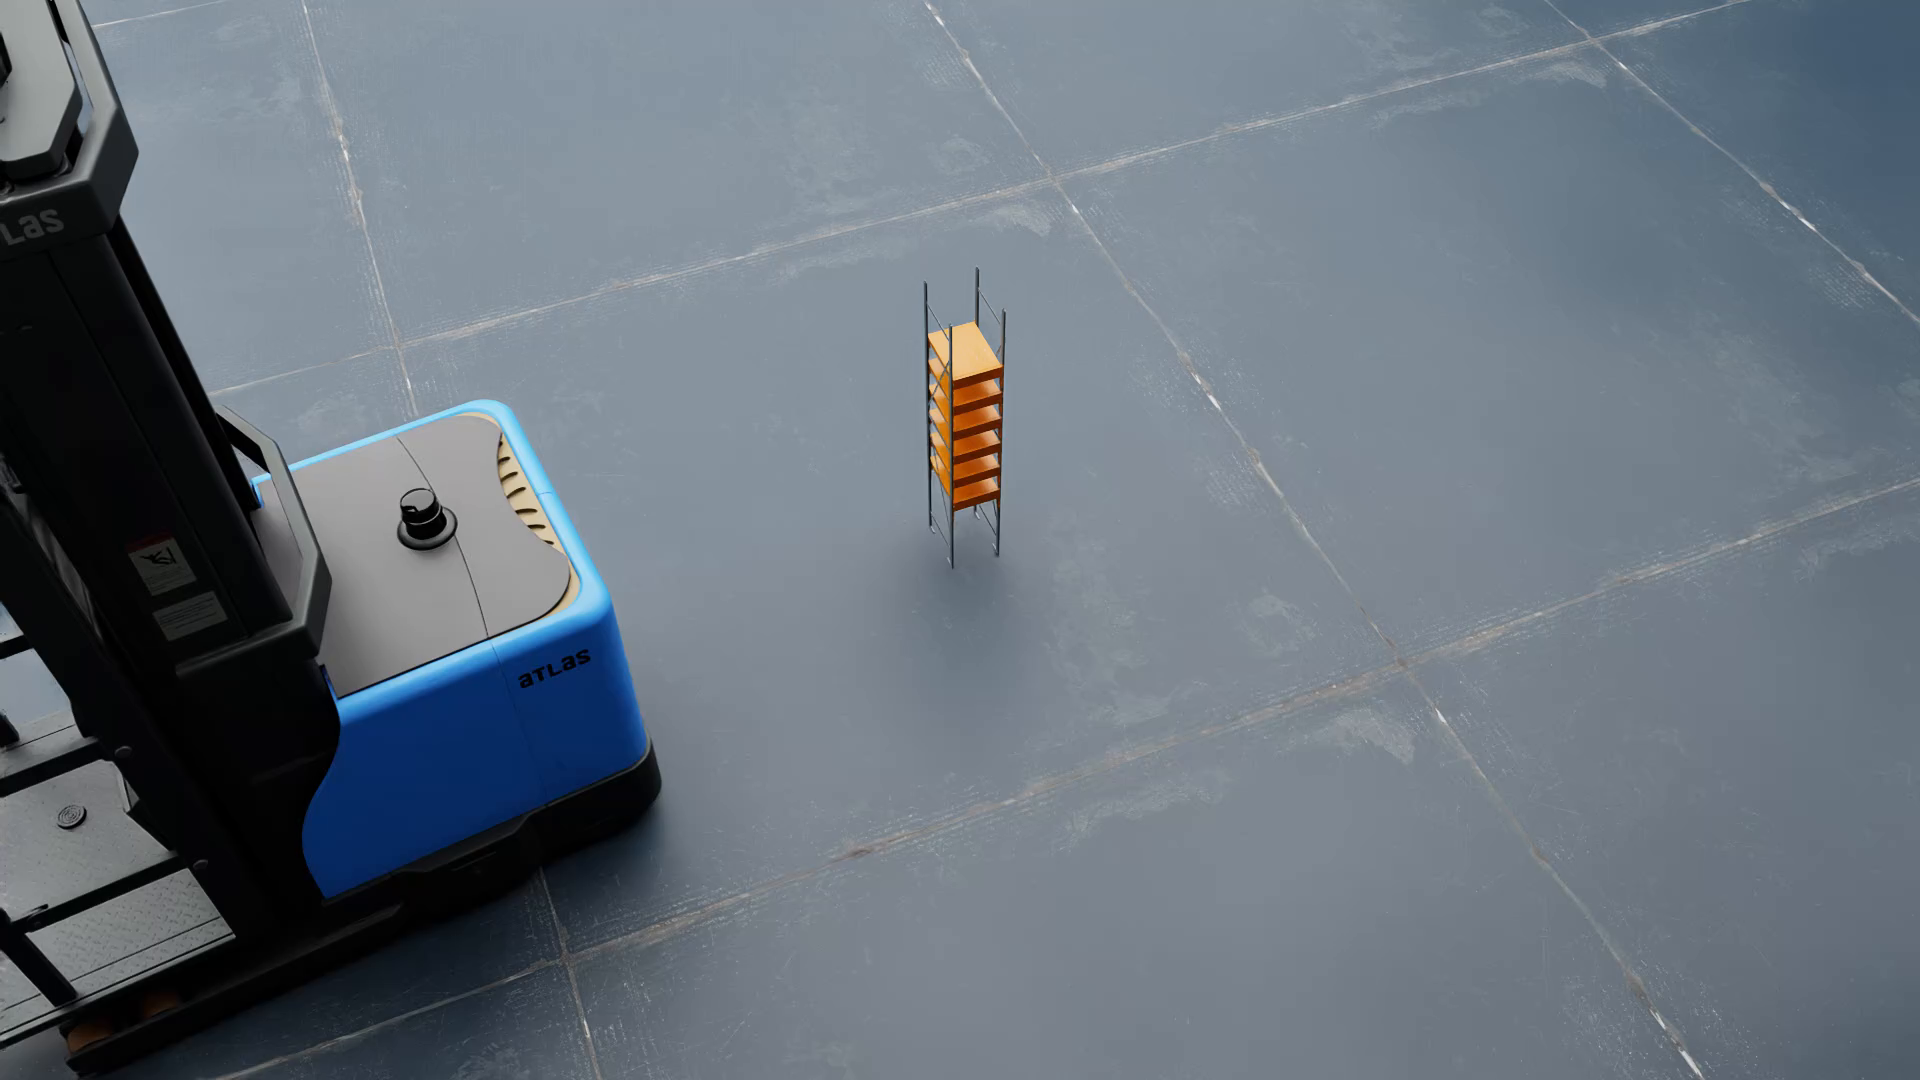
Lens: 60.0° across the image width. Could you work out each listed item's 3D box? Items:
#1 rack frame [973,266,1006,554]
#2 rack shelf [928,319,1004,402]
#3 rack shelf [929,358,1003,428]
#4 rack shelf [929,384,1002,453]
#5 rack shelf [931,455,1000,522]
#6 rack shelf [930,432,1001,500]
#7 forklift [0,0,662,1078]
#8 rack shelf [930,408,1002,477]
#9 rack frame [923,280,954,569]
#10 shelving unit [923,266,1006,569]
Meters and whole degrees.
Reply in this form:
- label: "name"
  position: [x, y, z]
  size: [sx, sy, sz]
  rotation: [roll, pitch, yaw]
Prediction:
- label: "rack frame"
  position: [0.098, -0.421, 5.821]
  size: [0.006, 1.200, 0.240]
  rotation: [-17, 52, -14]
- label: "rack shelf"
  position: [0.013, -0.601, 5.559]
  size: [0.180, 0.103, 0.258]
  rotation: [-17, 52, -14]
- label: "rack shelf"
  position: [0.013, -0.522, 5.650]
  size: [0.180, 0.103, 0.258]
  rotation: [-17, 52, -14]
- label: "rack shelf"
  position: [0.013, -0.444, 5.741]
  size: [0.180, 0.103, 0.258]
  rotation: [-17, 52, -14]
- label: "rack shelf"
  position: [0.013, -0.210, 6.014]
  size: [0.180, 0.103, 0.258]
  rotation: [-17, 52, -14]
- label: "rack shelf"
  position: [0.013, -0.288, 5.923]
  size: [0.180, 0.103, 0.258]
  rotation: [-17, 52, -14]
- label: "forklift"
  position: [-2.522, 0.140, 4.198]
  size: [3.031, 2.935, 1.130]
  rotation: [-23, 53, -18]
- label: "rack shelf"
  position: [0.013, -0.366, 5.832]
  size: [0.180, 0.103, 0.258]
  rotation: [-17, 52, -14]
- label: "rack frame"
  position: [-0.071, -0.369, 5.776]
  size: [0.006, 1.200, 0.240]
  rotation: [-17, 52, -14]
- label: "shelving unit"
  position: [0.013, -0.395, 5.798]
  size: [0.189, 1.200, 0.258]
  rotation: [-17, 52, -14]
